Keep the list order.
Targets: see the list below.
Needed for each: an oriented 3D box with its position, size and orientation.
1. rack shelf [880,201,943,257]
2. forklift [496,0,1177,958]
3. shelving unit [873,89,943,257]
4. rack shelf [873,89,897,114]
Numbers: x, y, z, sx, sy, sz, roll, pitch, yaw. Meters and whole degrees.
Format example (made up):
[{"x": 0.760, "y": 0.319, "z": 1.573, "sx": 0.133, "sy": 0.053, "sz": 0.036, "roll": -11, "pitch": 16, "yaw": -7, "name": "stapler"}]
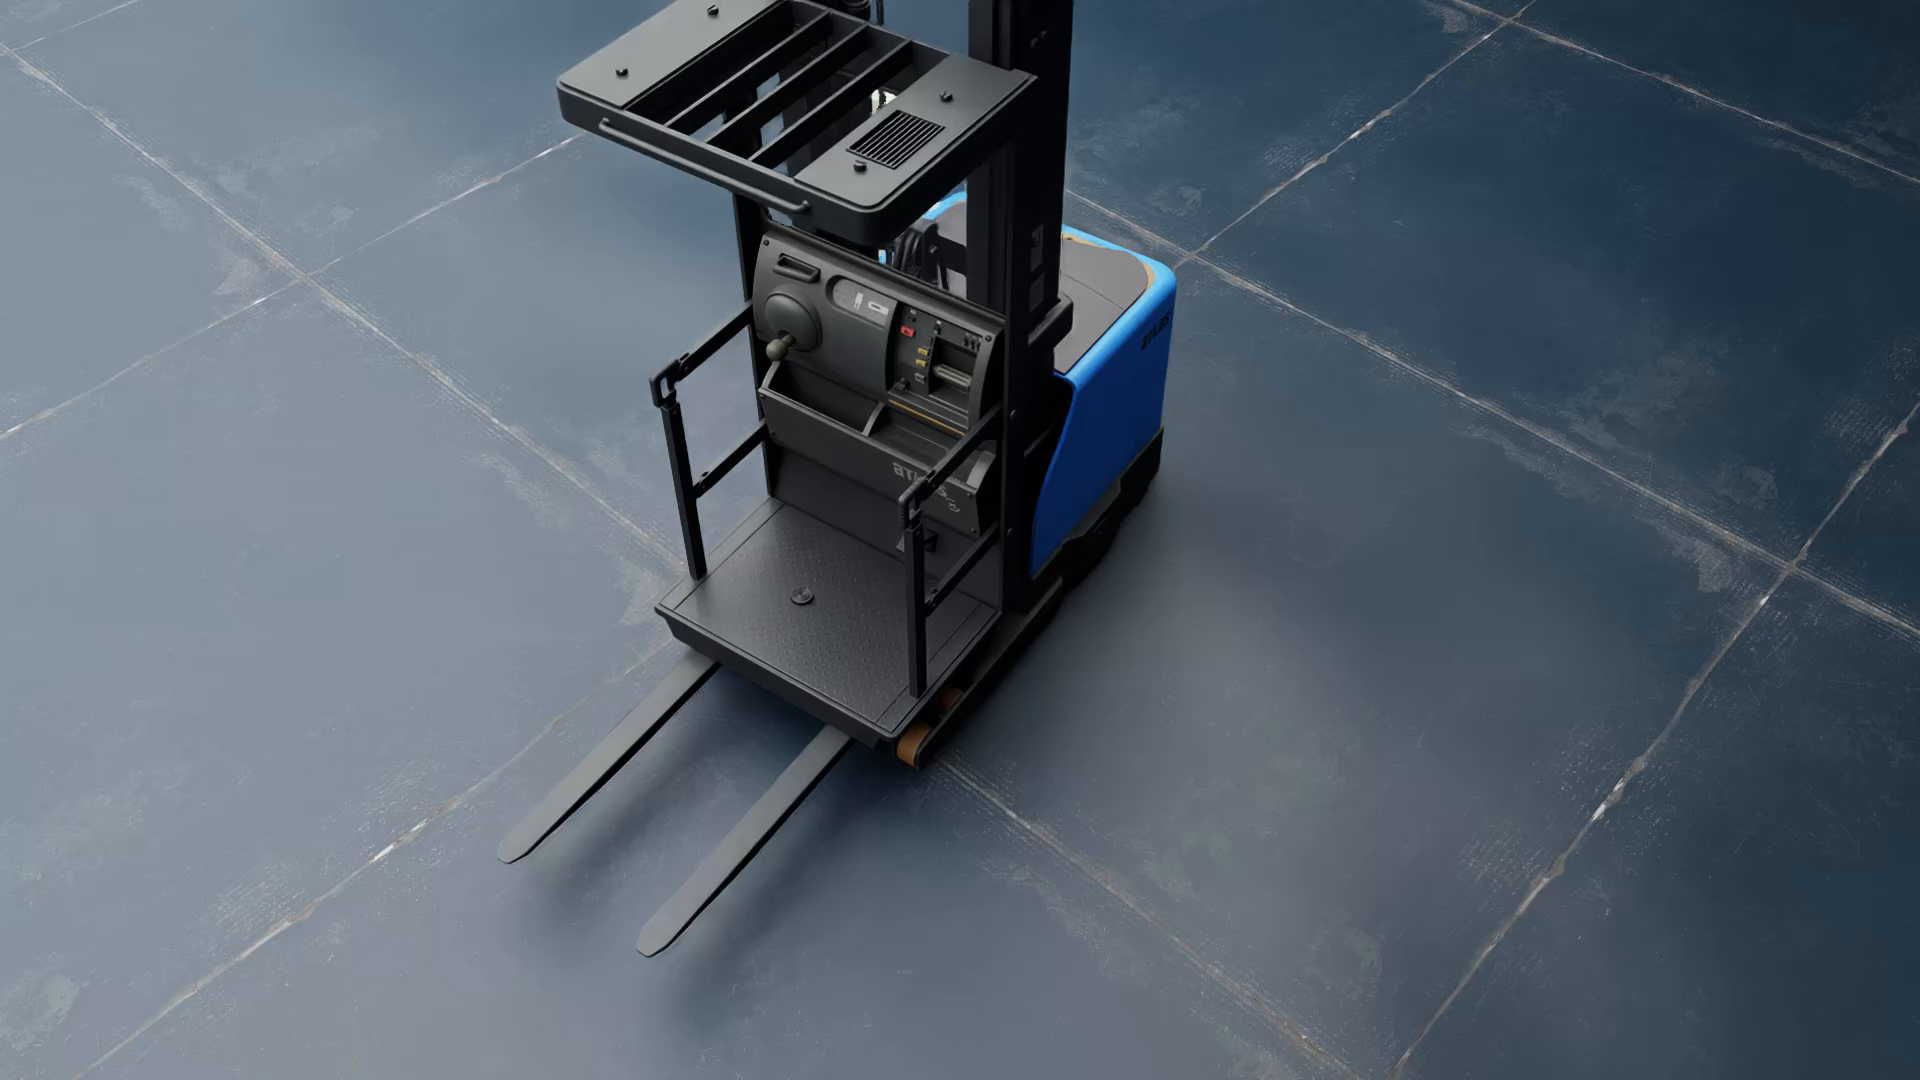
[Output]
[{"x": -0.187, "y": -1.264, "z": 7.355, "sx": 0.720, "sy": 0.370, "sz": 0.431, "roll": 20, "pitch": 50, "yaw": 17, "name": "rack shelf"}, {"x": -0.407, "y": -0.592, "z": 5.295, "sx": 1.130, "sy": 2.935, "sz": 3.031, "roll": 26, "pitch": 52, "yaw": 22, "name": "forklift"}, {"x": -0.187, "y": -1.487, "z": 7.117, "sx": 0.755, "sy": 1.500, "sz": 0.431, "roll": 20, "pitch": 50, "yaw": 17, "name": "shelving unit"}, {"x": -0.186, "y": -1.754, "z": 6.833, "sx": 0.720, "sy": 0.370, "sz": 0.431, "roll": 20, "pitch": 50, "yaw": 17, "name": "rack shelf"}]
